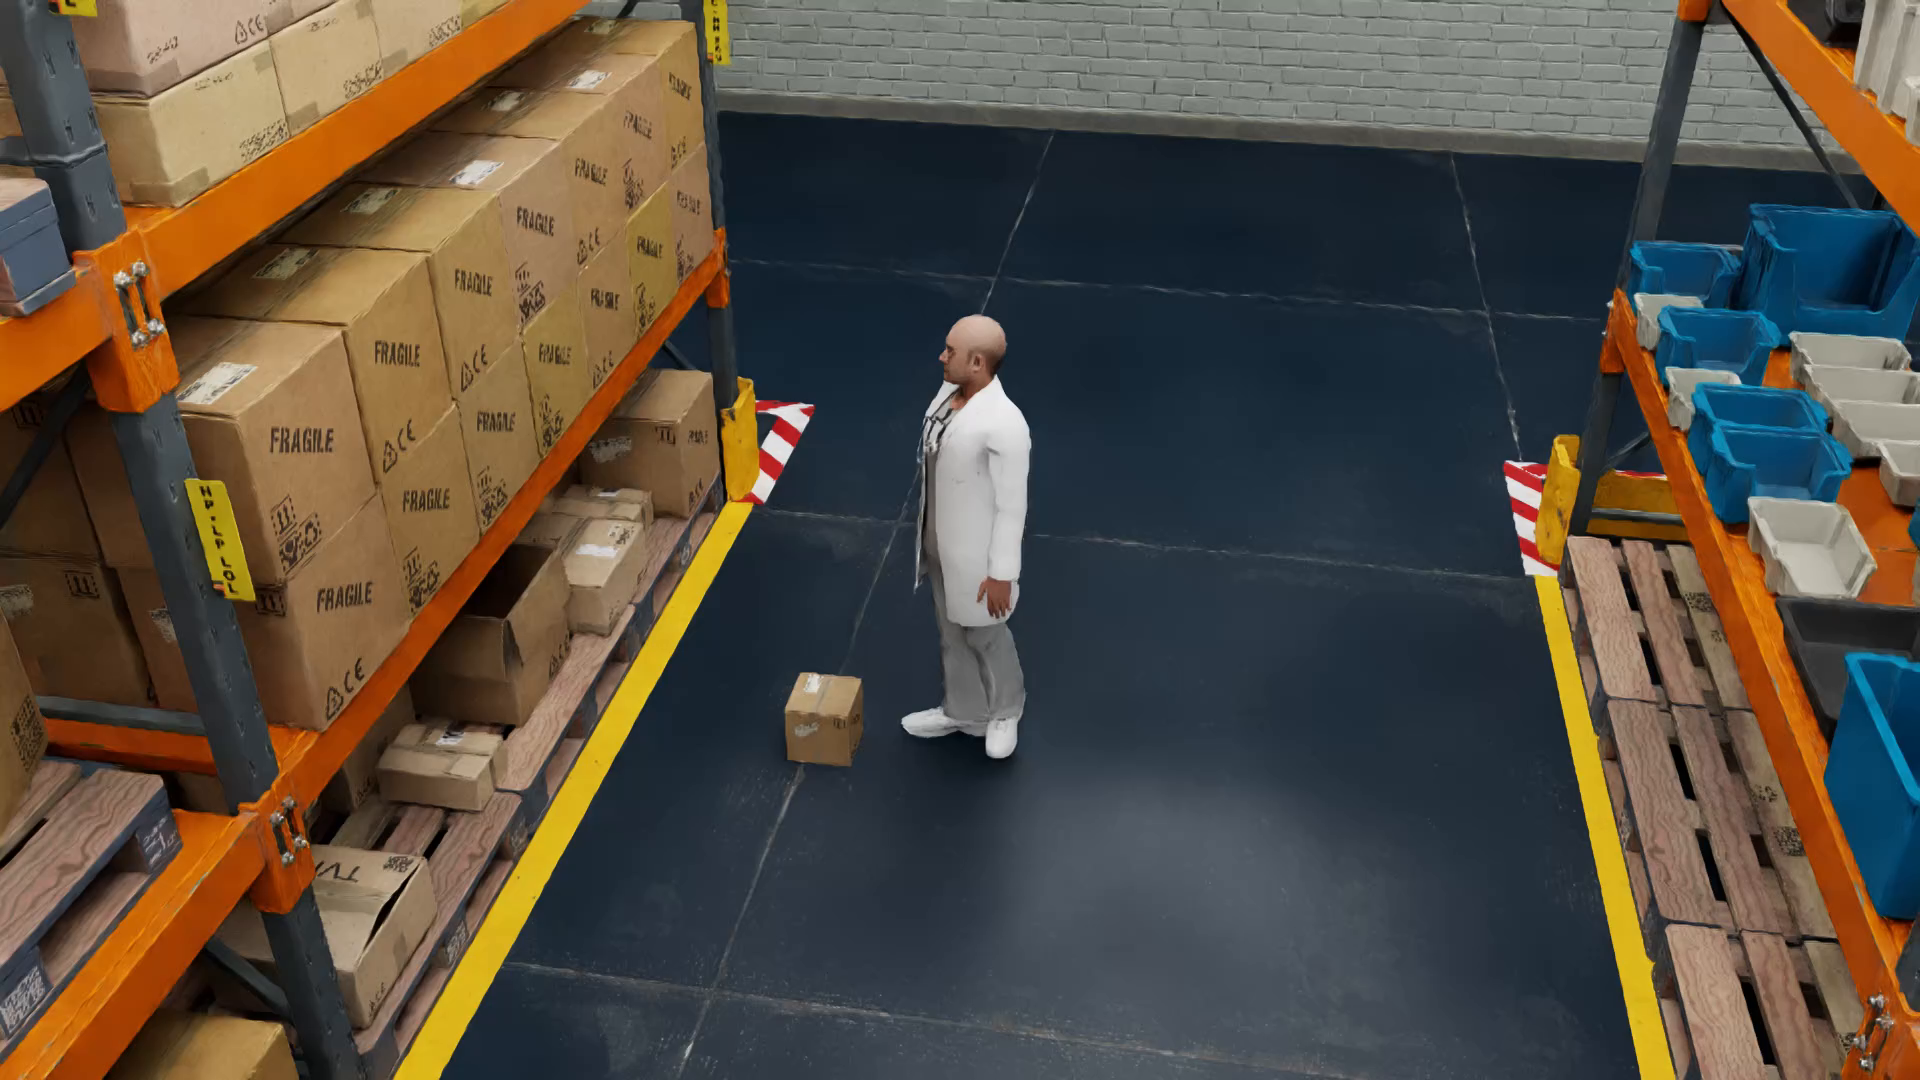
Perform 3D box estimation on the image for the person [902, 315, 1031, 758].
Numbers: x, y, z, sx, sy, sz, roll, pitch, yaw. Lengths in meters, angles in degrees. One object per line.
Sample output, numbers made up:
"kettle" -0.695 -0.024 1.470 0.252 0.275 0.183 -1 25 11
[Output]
"person" 0.059 0.012 6.099 0.485 1.763 0.629 -15 35 -22
